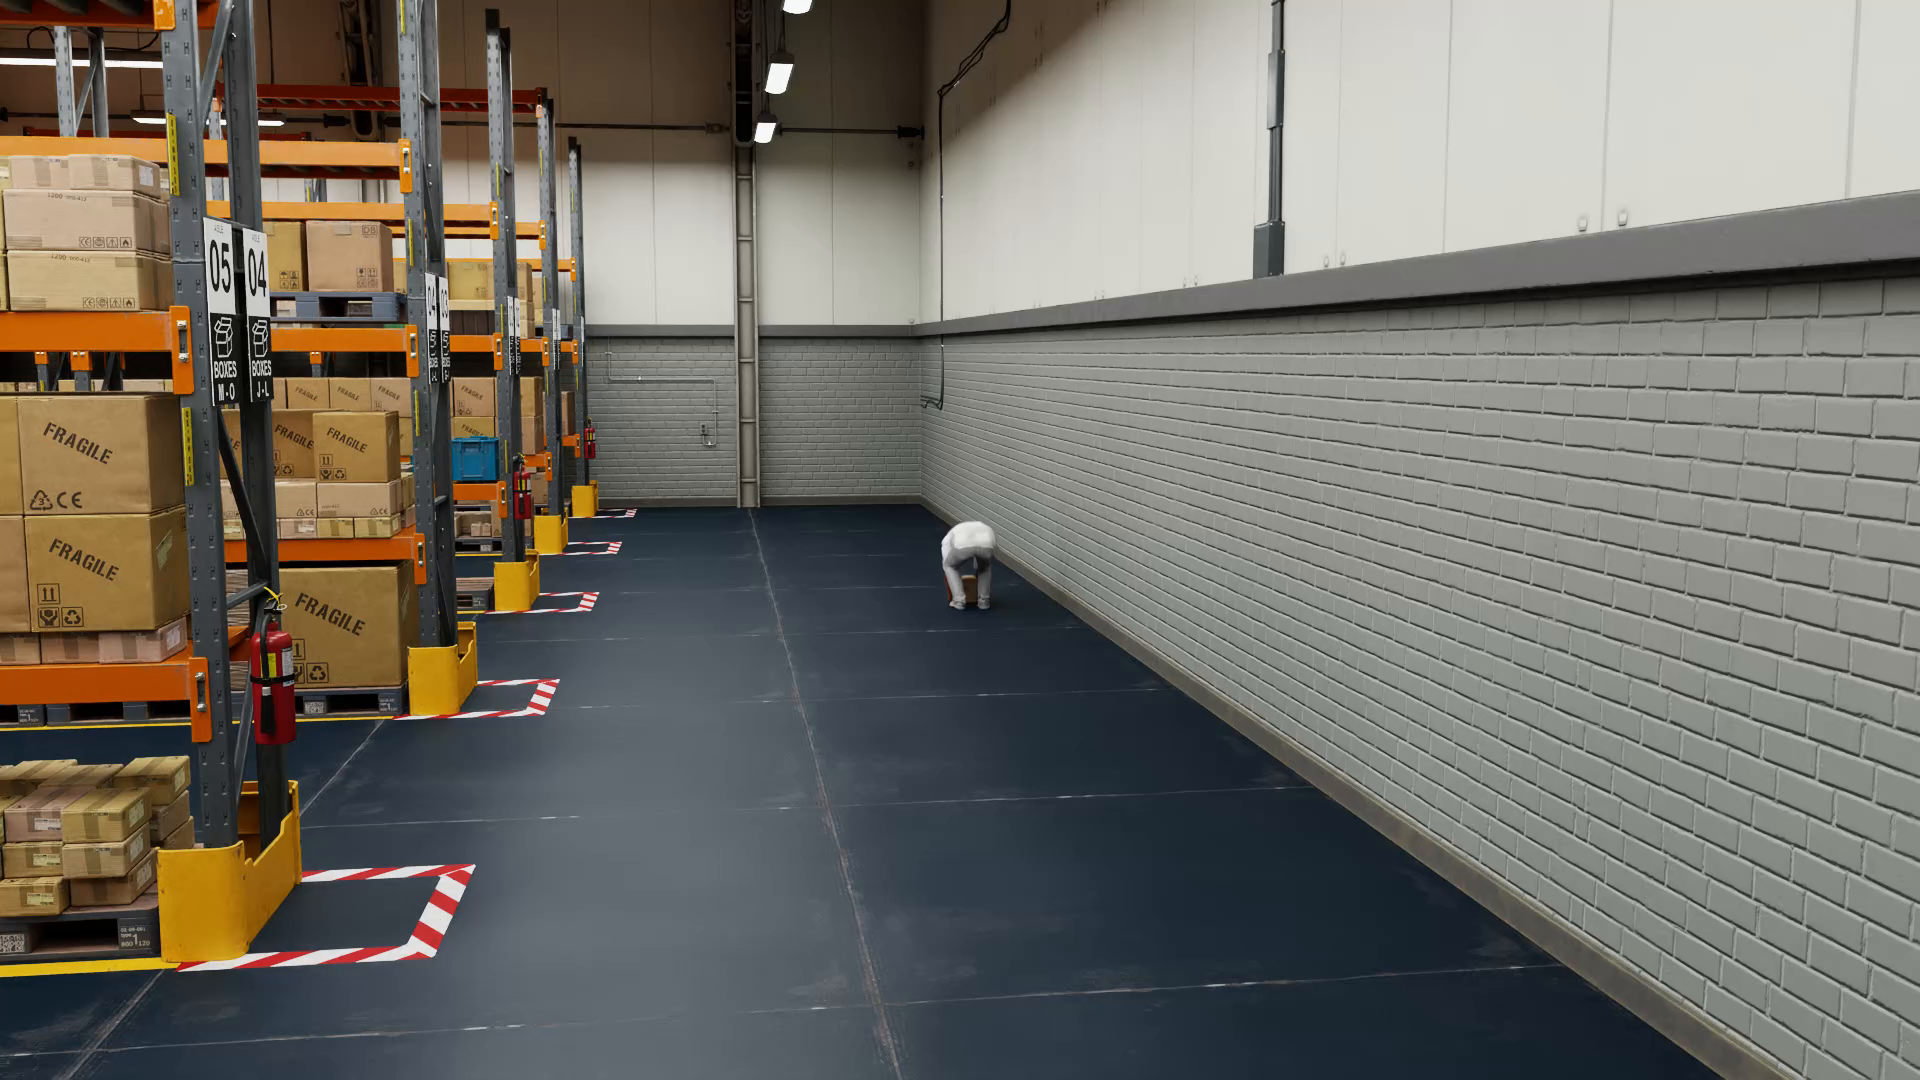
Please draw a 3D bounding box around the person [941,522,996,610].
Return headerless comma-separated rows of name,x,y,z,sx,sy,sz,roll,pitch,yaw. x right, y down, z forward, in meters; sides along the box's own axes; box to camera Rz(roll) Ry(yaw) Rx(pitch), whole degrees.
person,0.076,0.243,17.355,0.511,0.907,0.977,-1,7,-11
